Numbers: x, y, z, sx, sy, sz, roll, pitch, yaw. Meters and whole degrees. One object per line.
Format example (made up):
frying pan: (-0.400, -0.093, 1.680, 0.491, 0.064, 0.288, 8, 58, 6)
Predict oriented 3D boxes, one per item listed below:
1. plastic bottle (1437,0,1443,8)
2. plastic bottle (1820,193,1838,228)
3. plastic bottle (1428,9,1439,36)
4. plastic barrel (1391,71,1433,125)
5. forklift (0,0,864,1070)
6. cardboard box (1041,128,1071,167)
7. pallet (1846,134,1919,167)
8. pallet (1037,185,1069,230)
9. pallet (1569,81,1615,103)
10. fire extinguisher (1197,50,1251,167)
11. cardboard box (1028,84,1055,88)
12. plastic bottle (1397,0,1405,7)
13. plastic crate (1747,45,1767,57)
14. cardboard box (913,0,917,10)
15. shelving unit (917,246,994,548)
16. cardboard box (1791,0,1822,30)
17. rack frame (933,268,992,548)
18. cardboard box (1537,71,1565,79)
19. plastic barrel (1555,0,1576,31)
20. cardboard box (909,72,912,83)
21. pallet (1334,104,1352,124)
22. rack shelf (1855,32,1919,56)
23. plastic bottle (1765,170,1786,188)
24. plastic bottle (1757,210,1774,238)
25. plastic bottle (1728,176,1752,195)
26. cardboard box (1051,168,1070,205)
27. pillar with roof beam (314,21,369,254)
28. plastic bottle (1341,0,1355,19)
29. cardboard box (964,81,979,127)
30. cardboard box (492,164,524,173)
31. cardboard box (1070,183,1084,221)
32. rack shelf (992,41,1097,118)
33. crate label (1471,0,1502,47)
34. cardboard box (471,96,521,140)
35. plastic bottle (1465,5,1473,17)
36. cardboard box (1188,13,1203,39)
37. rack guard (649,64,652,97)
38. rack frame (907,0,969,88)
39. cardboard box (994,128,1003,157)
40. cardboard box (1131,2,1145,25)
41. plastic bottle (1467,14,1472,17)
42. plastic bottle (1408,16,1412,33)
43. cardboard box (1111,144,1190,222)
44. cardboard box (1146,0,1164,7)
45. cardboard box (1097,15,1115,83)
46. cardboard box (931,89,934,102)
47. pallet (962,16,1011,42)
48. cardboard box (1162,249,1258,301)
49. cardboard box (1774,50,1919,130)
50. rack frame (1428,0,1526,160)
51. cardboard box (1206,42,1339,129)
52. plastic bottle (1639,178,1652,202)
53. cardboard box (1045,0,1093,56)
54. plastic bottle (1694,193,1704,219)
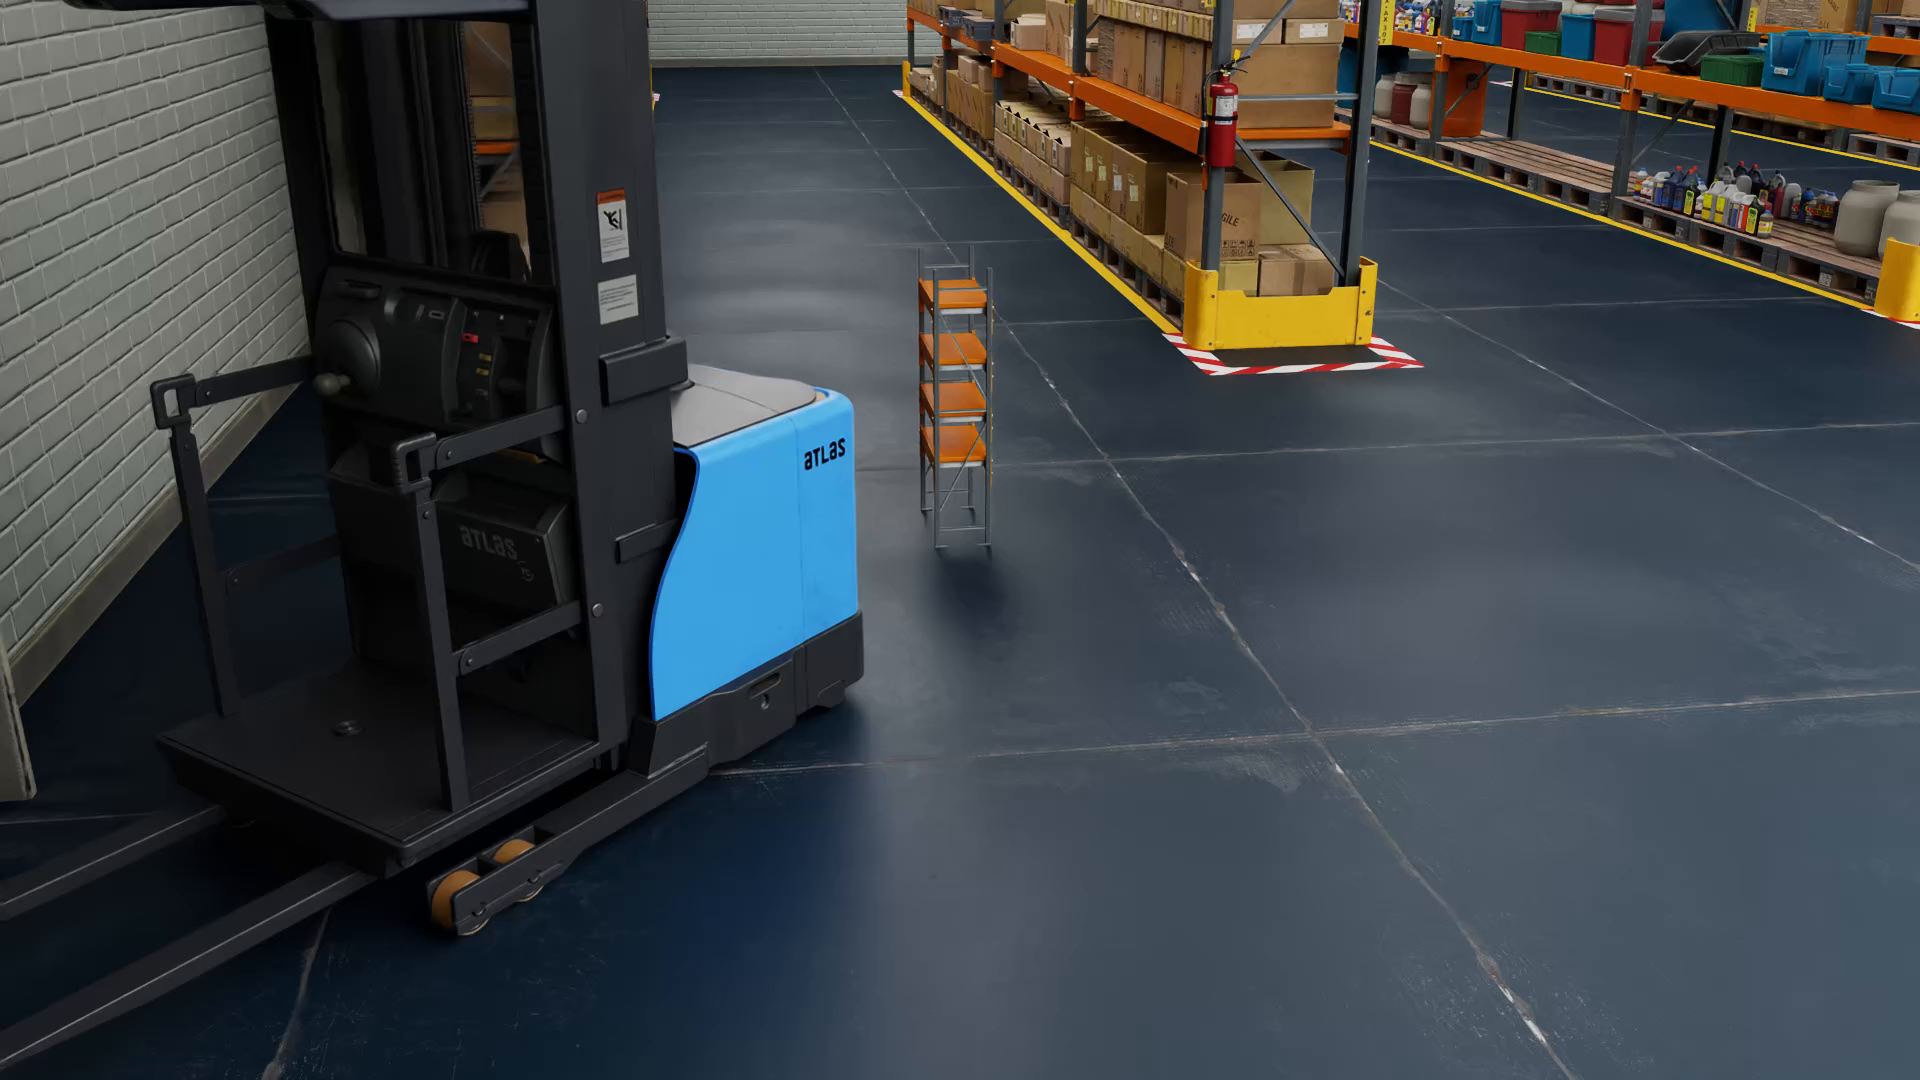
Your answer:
plastic bottle: (5.805, -6.382, 20.086, 0.144, 0.351, 0.185, -3, 21, -8)
plastic bottle: (6.917, -2.623, 13.223, 0.097, 0.271, 0.097, 0, 20, 0)
plastic bottle: (5.286, -5.767, 18.536, 0.061, 0.283, 0.133, -3, 21, -8)
plastic barrel: (5.516, -5.330, 20.045, 0.600, 0.588, 0.708, -3, 21, -8)
forklift: (-1.572, -0.515, 4.405, 1.130, 2.935, 3.031, 13, 24, 31)
cardboard box: (1.017, -3.546, 14.952, 0.500, 0.311, 0.500, -2, 21, -6)
pallet: (10.778, -4.376, 18.630, 1.003, 0.211, 1.213, -3, 21, -8)
pallet: (1.296, -3.016, 14.990, 1.003, 0.211, 1.213, -3, 21, -8)
pallet: (9.879, -6.722, 24.912, 1.003, 0.211, 1.213, -3, 21, -8)
fire extinguisher: (1.574, -2.584, 9.958, 0.296, 0.674, 0.183, -3, 21, -8)
cardboard box: (0.933, -5.016, 19.304, 0.500, 0.500, 0.500, -3, 21, -8)
plastic bottle: (5.530, -6.692, 20.916, 0.144, 0.351, 0.185, -3, 21, -8)
plastic crate: (6.771, -3.879, 13.527, 0.499, 0.251, 0.616, -3, 21, -8)
cardboard box: (-0.407, -7.926, 24.007, 0.500, 0.500, 0.500, -3, 21, -8)
shelving unit: (-0.024, -0.619, 7.160, 0.258, 1.200, 0.503, -3, 21, -8)
cardboard box: (10.285, -6.331, 19.737, 0.500, 0.500, 0.500, -3, 21, -8)
rack frame: (0.011, -0.535, 6.933, 0.240, 1.200, 0.015, -3, 21, -8)
cardboard box: (9.685, -7.706, 25.999, 0.875, 0.875, 0.875, -3, 21, -8)
plastic barrel: (6.186, -5.264, 16.863, 0.421, 0.512, 0.421, 0, 20, 0)
cardboard box: (-0.569, -6.933, 24.936, 0.380, 0.149, 0.250, -3, 21, -8)
pallet: (5.259, -5.512, 21.673, 1.003, 0.211, 1.213, -3, 21, -8)
rack shelf: (10.956, -4.923, 17.139, 1.077, 0.370, 4.000, -3, 21, -8)
plastic bottle: (6.795, -2.897, 13.841, 0.144, 0.351, 0.185, -3, 21, -8)
plastic bottle: (6.221, -2.442, 12.838, 0.097, 0.201, 0.097, 0, 20, 0)
plastic bottle: (6.605, -2.957, 14.111, 0.152, 0.276, 0.135, -3, 21, -8)
cardboard box: (1.094, -3.107, 14.578, 0.500, 0.250, 0.500, -3, 21, -8)
pillar with roof beam: (0.419, -5.660, 9.508, 9.100, 9.000, 0.400, -3, 21, -8)
plastic bottle: (4.932, -6.724, 21.108, 0.152, 0.276, 0.135, -3, 21, -8)
cardboard box: (0.341, -5.162, 19.694, 0.500, 0.500, 0.500, -4, 21, -10)
cardboard box: (-3.584, -3.107, 14.193, 0.700, 0.500, 0.500, -2, 21, -6)
cardboard box: (1.207, -2.802, 13.762, 0.500, 0.250, 0.500, -3, 21, -8)
rack shelf: (1.152, -4.425, 15.805, 1.077, 0.370, 4.000, -3, 21, -8)
crate label: (5.642, -5.362, 17.235, 0.502, 0.435, 0.616, -3, 21, -8)
cardboard box: (-2.640, -2.558, 9.962, 0.500, 0.250, 0.500, -4, 21, -9)
plastic bottle: (5.949, -6.103, 19.437, 0.061, 0.283, 0.133, -3, 21, -8)
cardboard box: (1.697, -3.337, 10.794, 0.380, 0.149, 0.250, -3, 21, -9)
rack guard: (-5.194, -6.810, 24.736, 1.175, 0.500, 0.348, -3, 21, -8)
rack frame: (-0.289, -8.224, 24.949, 1.000, 3.000, 0.127, -3, 21, -8)
cardboard box: (0.649, -4.167, 17.415, 0.500, 0.250, 0.500, -3, 21, -8)
cardboard box: (1.477, -3.871, 12.225, 0.380, 0.149, 0.250, -4, 21, -9)
plastic bottle: (5.836, -5.923, 19.073, 0.097, 0.201, 0.097, 0, 20, 0)
plastic bottle: (5.212, -5.950, 19.145, 0.097, 0.201, 0.097, 0, 20, 0)
cardboard box: (1.416, -2.634, 12.239, 0.500, 0.500, 0.500, -3, 21, -8)
cardboard box: (1.728, -4.049, 11.774, 0.700, 0.500, 0.500, -3, 21, -8)
cardboard box: (1.511, -3.963, 13.397, 0.700, 0.500, 0.500, -3, 21, -9)
cardboard box: (-0.189, -6.020, 22.492, 0.380, 0.149, 0.250, -3, 21, -8)
pallet: (0.697, -5.596, 18.185, 1.213, 0.211, 1.003, -3, 21, -8)
cardboard box: (1.647, -1.764, 10.982, 0.500, 0.250, 0.500, -3, 21, -8)
cardboard box: (10.588, -5.394, 19.808, 1.225, 0.875, 0.875, -4, 21, -10)
rack frame: (5.766, -5.703, 18.198, 1.000, 3.000, 0.127, -3, 21, -8)
cardboard box: (1.962, -2.894, 10.534, 0.700, 0.500, 0.500, -3, 21, -8)
plastic bottle: (5.969, -3.046, 14.454, 0.097, 0.201, 0.097, 0, 20, 0)
cardboard box: (1.122, -4.921, 15.962, 0.500, 0.500, 0.500, -4, 21, -11)
plastic bottle: (6.093, -2.748, 13.658, 0.097, 0.201, 0.097, 0, 20, 0)
